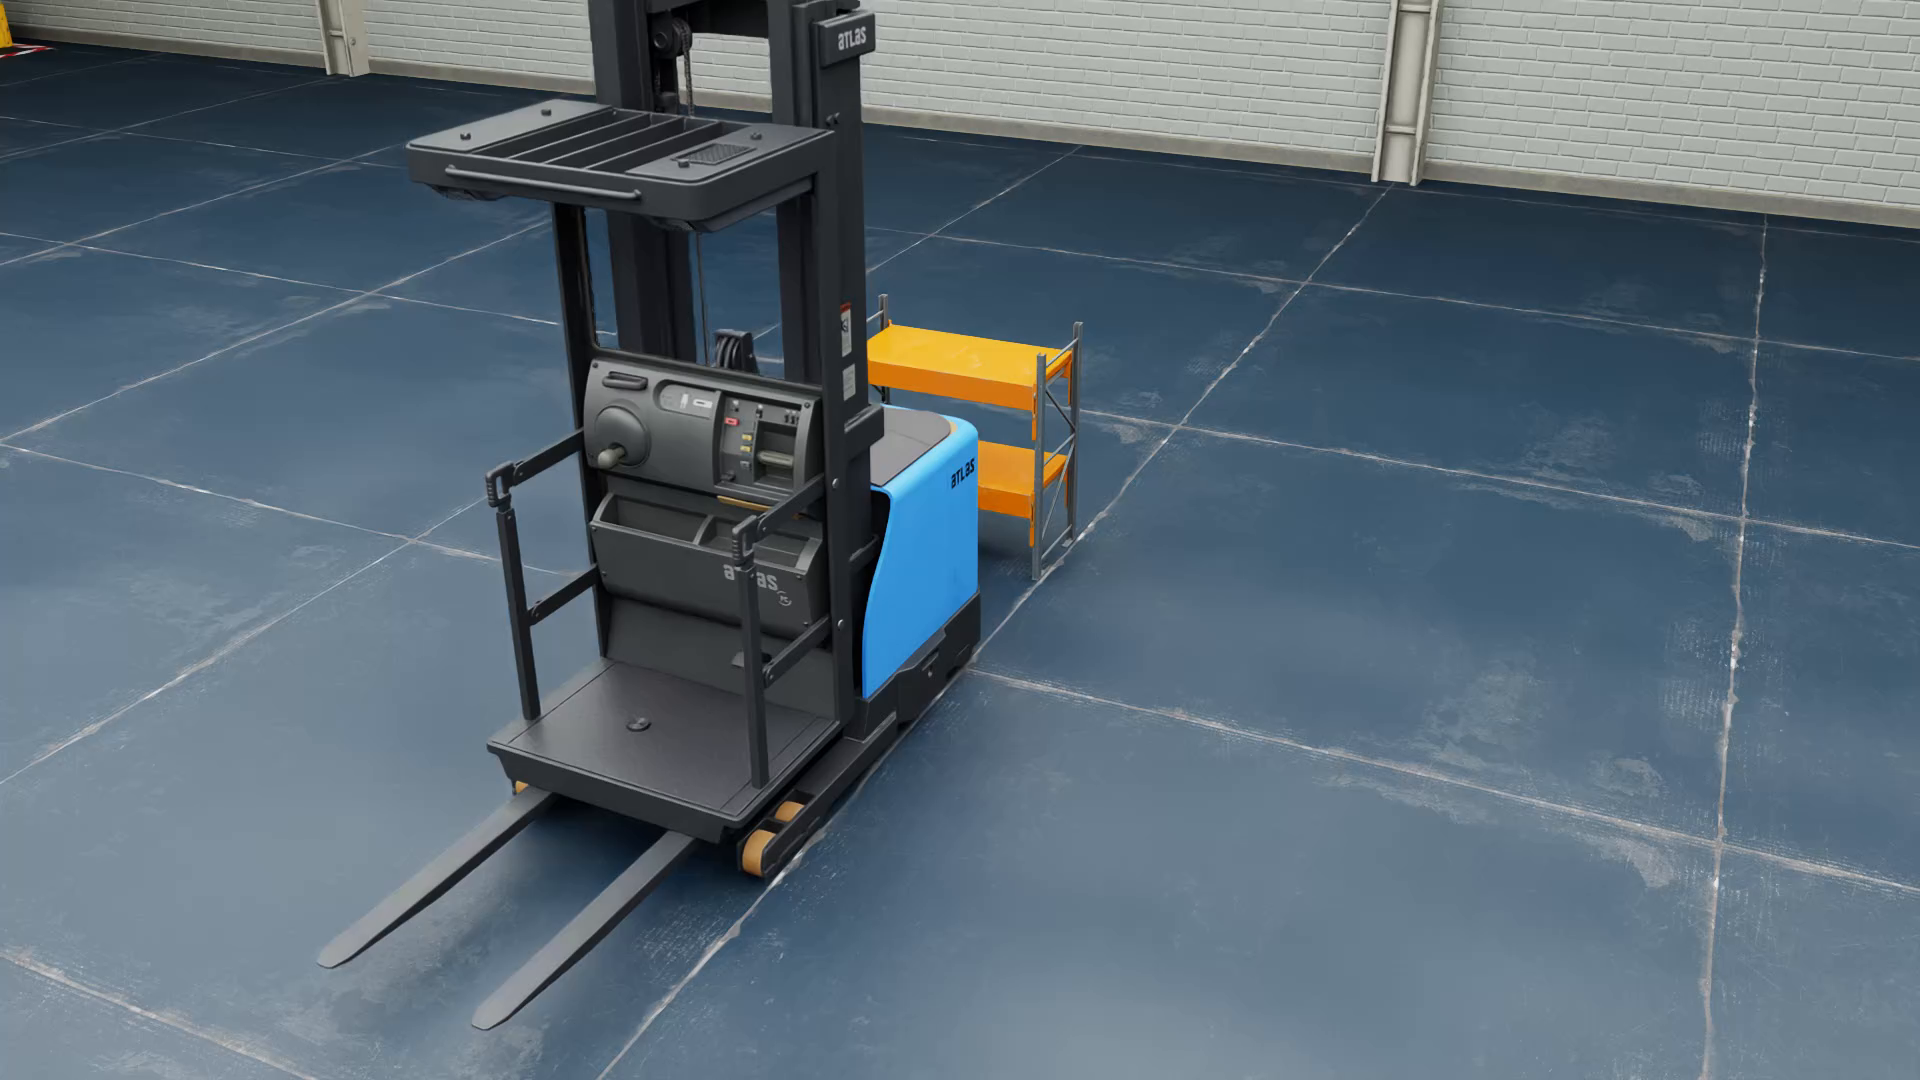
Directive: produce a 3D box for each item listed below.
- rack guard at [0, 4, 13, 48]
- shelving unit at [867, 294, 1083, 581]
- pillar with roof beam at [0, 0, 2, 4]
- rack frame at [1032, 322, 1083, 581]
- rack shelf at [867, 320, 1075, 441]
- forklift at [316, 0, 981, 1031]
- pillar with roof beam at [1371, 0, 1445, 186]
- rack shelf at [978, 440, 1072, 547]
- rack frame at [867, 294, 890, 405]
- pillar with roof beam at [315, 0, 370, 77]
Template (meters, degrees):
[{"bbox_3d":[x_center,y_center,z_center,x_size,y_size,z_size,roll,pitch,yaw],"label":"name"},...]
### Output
[{"bbox_3d":[-12.230,-6.217,20.312,0.348,0.500,1.175,11,28,22],"label":"rack guard"},{"bbox_3d":[-0.006,-0.506,8.004,1.048,1.125,0.538,11,28,22],"label":"shelving unit"},{"bbox_3d":[-14.295,-8.793,15.922,0.400,9.000,9.100,11,28,22],"label":"pillar with roof beam"},{"bbox_3d":[0.457,-0.413,7.815,0.032,1.125,0.500,11,28,22],"label":"rack frame"},{"bbox_3d":[-0.006,-0.768,7.875,1.000,0.278,0.538,11,28,22],"label":"rack shelf"},{"bbox_3d":[-1.013,-0.351,5.645,1.130,2.935,3.031,12,29,23],"label":"forklift"},{"bbox_3d":[2.091,-5.502,9.237,0.400,9.000,9.100,11,28,22],"label":"pillar with roof beam"},{"bbox_3d":[-0.006,-0.287,8.112,1.000,0.278,0.538,11,28,22],"label":"rack shelf"},{"bbox_3d":[-0.469,-0.599,8.193,0.032,1.125,0.500,11,28,22],"label":"rack frame"},{"bbox_3d":[-8.833,-7.696,13.694,0.400,9.000,9.100,11,28,22],"label":"pillar with roof beam"}]
